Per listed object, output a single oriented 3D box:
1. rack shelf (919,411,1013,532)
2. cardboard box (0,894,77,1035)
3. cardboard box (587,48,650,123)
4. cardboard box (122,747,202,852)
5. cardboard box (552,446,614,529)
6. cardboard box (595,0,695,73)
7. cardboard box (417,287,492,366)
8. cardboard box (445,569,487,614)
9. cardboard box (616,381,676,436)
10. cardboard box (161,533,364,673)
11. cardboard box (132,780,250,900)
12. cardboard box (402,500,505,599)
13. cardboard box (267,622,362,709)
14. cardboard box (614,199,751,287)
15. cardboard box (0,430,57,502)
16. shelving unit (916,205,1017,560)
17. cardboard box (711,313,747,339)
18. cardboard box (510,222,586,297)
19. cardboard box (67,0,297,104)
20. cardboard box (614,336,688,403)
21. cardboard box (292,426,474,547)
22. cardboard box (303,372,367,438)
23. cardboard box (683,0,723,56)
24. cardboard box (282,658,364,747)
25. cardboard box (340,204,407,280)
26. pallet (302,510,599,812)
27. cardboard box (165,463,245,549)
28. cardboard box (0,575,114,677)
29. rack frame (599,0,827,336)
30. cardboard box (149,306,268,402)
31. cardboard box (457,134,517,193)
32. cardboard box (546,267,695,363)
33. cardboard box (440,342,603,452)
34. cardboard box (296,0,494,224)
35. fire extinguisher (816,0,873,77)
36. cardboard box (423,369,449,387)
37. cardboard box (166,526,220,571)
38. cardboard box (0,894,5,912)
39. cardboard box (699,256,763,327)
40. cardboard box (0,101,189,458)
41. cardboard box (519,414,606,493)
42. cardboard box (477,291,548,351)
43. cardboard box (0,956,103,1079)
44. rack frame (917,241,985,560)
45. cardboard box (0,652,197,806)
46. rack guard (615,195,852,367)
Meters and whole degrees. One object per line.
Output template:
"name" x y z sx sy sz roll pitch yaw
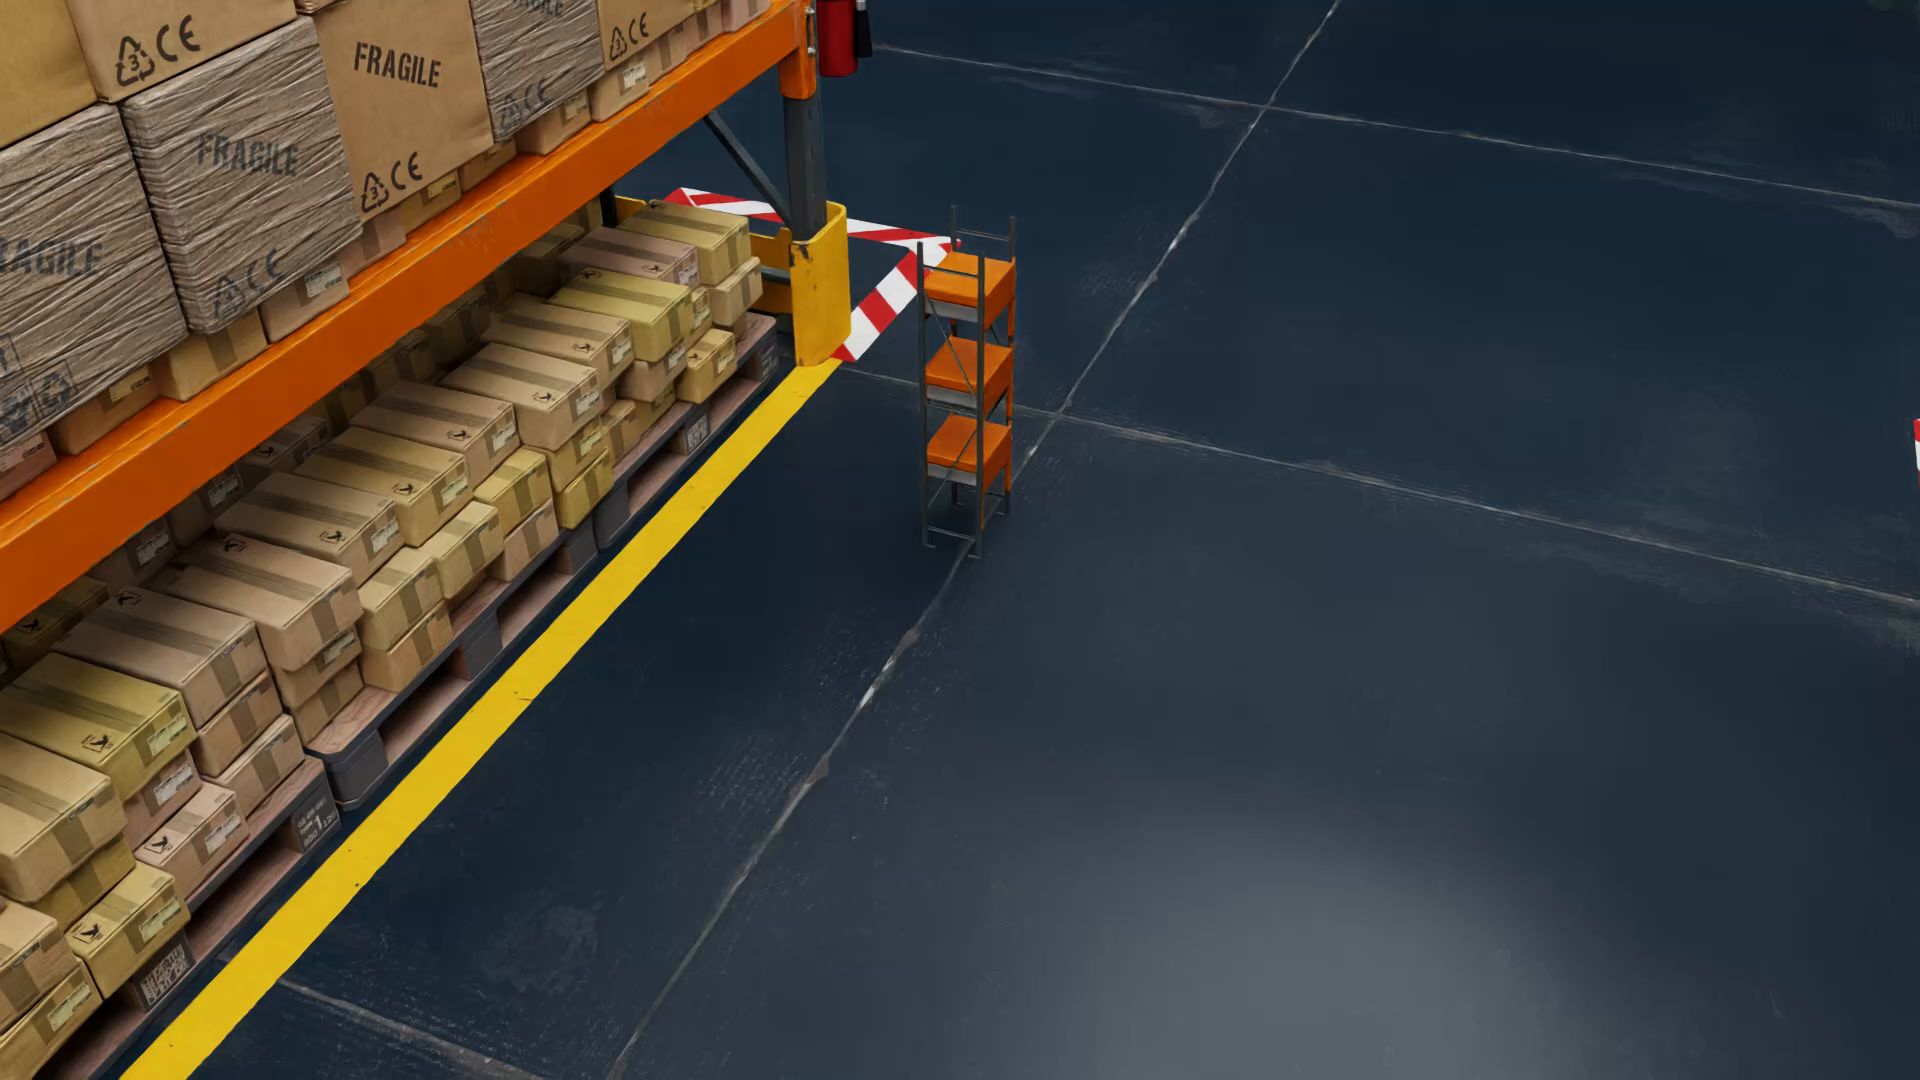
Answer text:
"rack shelf" 0.020 -0.219 5.148 0.215 0.259 0.240 14 39 18
"cardboard box" -2.056 0.847 3.394 0.380 0.149 0.250 16 40 20
"cardboard box" -1.117 -1.331 4.735 0.380 0.149 0.250 15 39 19
"cardboard box" -1.984 0.543 3.800 0.380 0.149 0.250 14 39 17
"cardboard box" -1.281 -0.195 5.036 0.380 0.149 0.250 12 38 16
"cardboard box" -1.102 -1.662 4.637 0.500 0.500 0.500 13 39 17
"cardboard box" -1.708 -0.700 5.215 0.380 0.149 0.250 12 38 16
"cardboard box" -1.569 0.075 4.675 0.380 0.149 0.250 15 39 19
"cardboard box" -1.160 -0.490 5.430 0.380 0.149 0.250 14 39 18
"cardboard box" -1.707 0.150 4.078 0.380 0.149 0.250 15 39 19
"cardboard box" -1.907 0.668 3.881 0.380 0.149 0.250 14 39 18
"cardboard box" -1.480 -0.009 4.538 0.380 0.149 0.250 14 39 18
"cardboard box" -1.752 0.247 4.196 0.380 0.149 0.250 16 40 20
"cardboard box" -0.935 -1.008 5.627 0.380 0.149 0.250 14 39 18
"cardboard box" -1.997 -0.181 3.197 0.380 0.149 0.250 12 38 16
"shelving unit" 0.020 -0.450 4.975 0.215 1.050 0.252 14 39 18
"cardboard box" -0.976 -0.782 5.821 0.380 0.149 0.250 14 39 18
"cardboard box" -1.476 -0.966 5.571 0.380 0.149 0.250 15 39 19
"cardboard box" -1.690 -1.196 3.178 0.500 0.500 0.500 14 39 18
"cardboard box" -1.101 -0.595 5.322 0.380 0.149 0.250 12 38 16
"cardboard box" -1.549 -0.148 4.475 0.380 0.149 0.250 14 39 18
"cardboard box" -1.964 -0.413 4.831 0.380 0.149 0.250 14 39 18
"cardboard box" -0.960 -1.620 5.122 0.380 0.149 0.250 14 39 18
"cardboard box" -1.786 0.360 4.294 0.380 0.149 0.250 12 38 16
"cardboard box" -1.565 -0.761 3.972 0.380 0.149 0.250 15 39 19
"pallet" -1.805 0.179 4.834 1.003 0.211 1.213 14 39 18
"cardboard box" -2.167 -0.140 4.465 0.380 0.149 0.250 13 39 16
"cardboard box" -2.276 0.183 4.033 0.380 0.149 0.250 15 39 19
"rack frame" -0.968 -2.095 5.547 1.000 3.000 0.127 14 39 18
"cardboard box" -1.732 -0.455 3.563 0.380 0.149 0.250 15 39 19
"cardboard box" -1.403 -1.056 4.367 0.380 0.149 0.250 12 38 16
"cardboard box" -1.065 -0.710 5.228 0.380 0.149 0.250 13 39 17
"cardboard box" -1.273 -0.420 4.840 0.380 0.149 0.250 15 39 19
"cardboard box" -1.485 -1.106 3.892 0.500 0.500 0.500 16 40 20
"fire extinguisher" -0.446 -1.949 5.728 0.296 0.674 0.183 14 39 18
"cardboard box" -1.784 -0.428 5.099 0.380 0.149 0.250 12 38 16
"cardboard box" -2.102 0.017 4.504 0.380 0.149 0.250 12 38 16
"cardboard box" -2.168 0.712 3.326 0.380 0.149 0.250 15 39 20
"cardboard box" -0.905 -0.883 5.708 0.380 0.149 0.250 13 39 17
"cardboard box" -1.887 -0.532 3.124 0.500 0.500 0.500 14 39 18
"cardboard box" -1.286 -0.305 4.935 0.380 0.149 0.250 14 39 18
"cardboard box" -1.573 -0.714 5.482 0.380 0.149 0.250 14 39 18
"cardboard box" -2.055 0.965 3.484 0.380 0.149 0.250 12 38 16
"rack frame" -0.026 -0.383 4.885 0.200 1.050 0.008 14 39 18
"cardboard box" -1.957 0.422 3.714 0.380 0.149 0.250 13 39 17
"rack guard" -0.997 -1.051 6.239 1.175 0.500 0.348 14 39 18
